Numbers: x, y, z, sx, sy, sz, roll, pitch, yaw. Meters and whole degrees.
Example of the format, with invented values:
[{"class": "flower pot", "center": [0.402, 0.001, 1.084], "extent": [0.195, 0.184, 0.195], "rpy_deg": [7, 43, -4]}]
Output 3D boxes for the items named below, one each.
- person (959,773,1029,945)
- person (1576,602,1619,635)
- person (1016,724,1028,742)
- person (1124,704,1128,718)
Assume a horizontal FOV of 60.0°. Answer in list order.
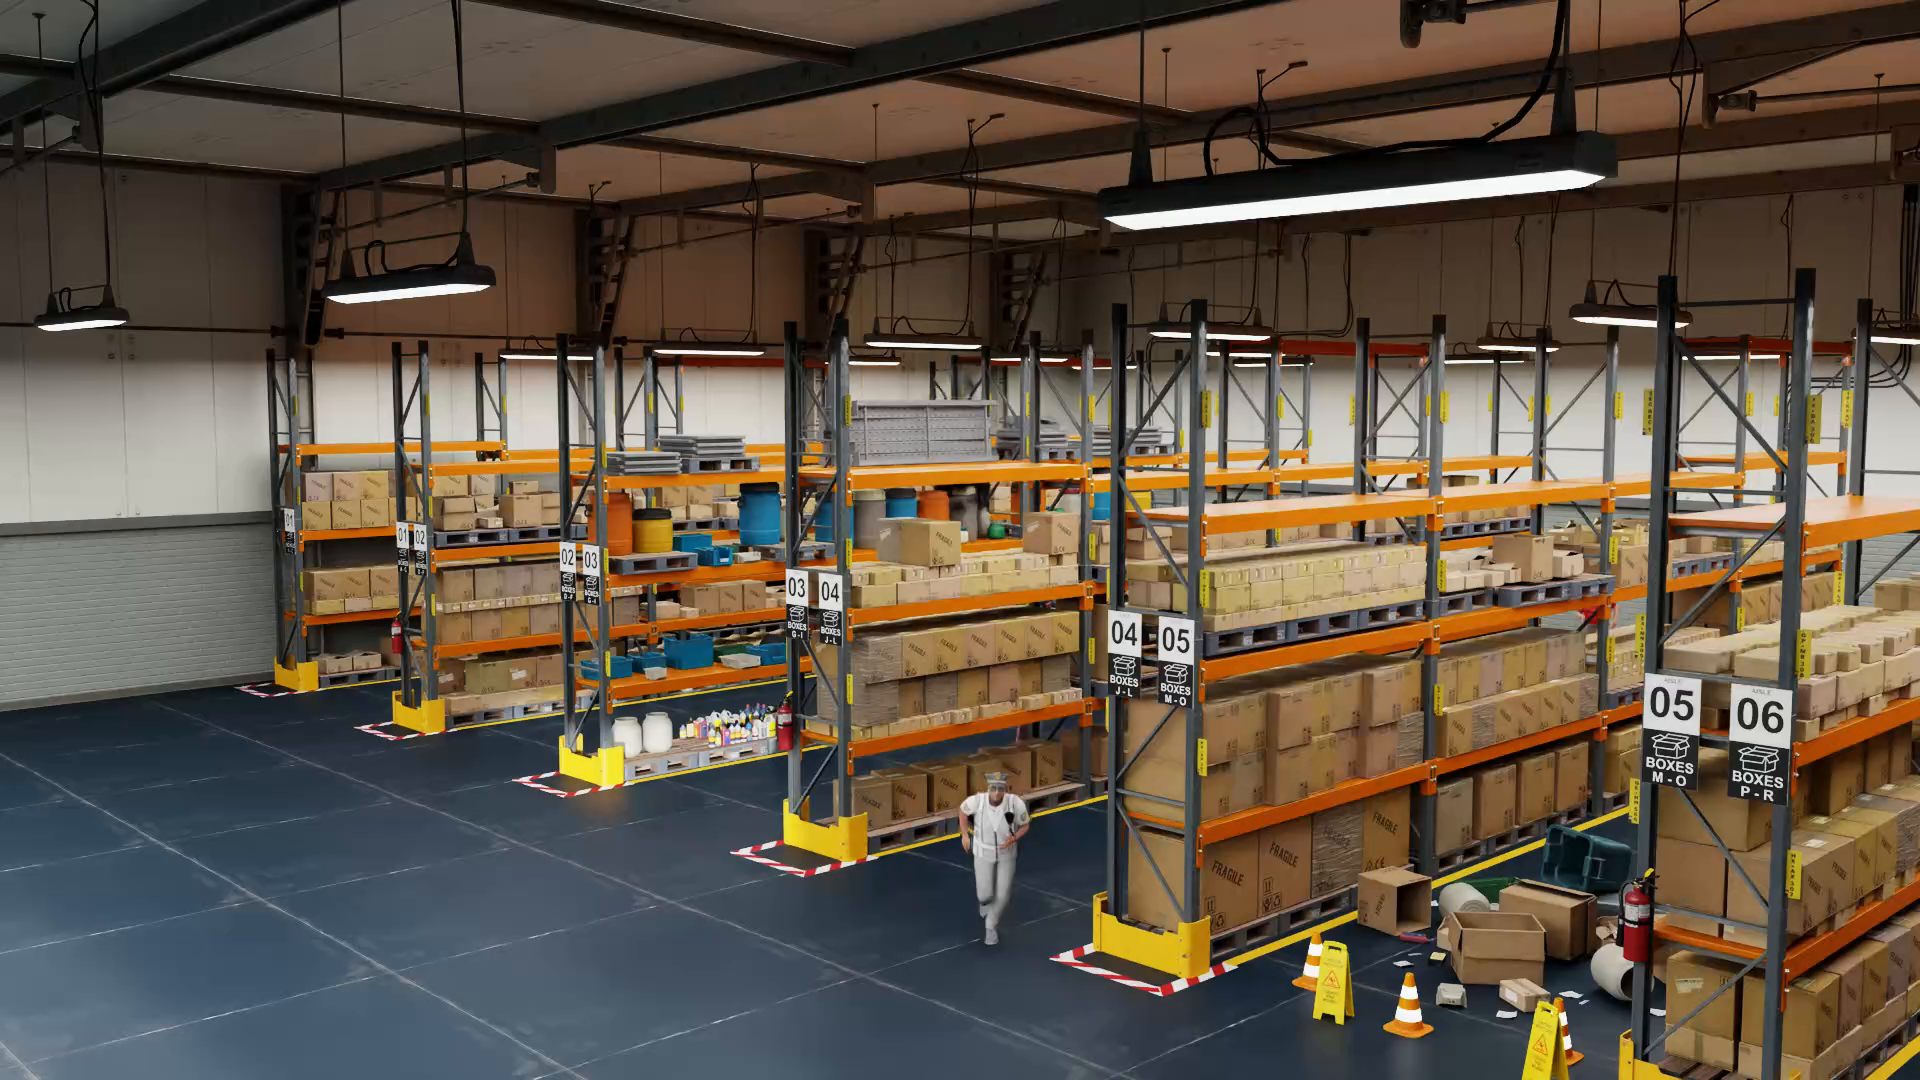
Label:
[{"class": "person", "center": [0.323, 2.978, 15.689], "extent": [0.653, 1.701, 0.750], "rpy_deg": [0, 5, -4]}, {"class": "person", "center": [11.695, 1.660, 30.601], "extent": [0.680, 1.708, 0.864], "rpy_deg": [4, 6, 38]}, {"class": "person", "center": [0.935, 2.270, 24.484], "extent": [0.572, 1.600, 0.693], "rpy_deg": [4, 7, 41]}, {"class": "person", "center": [2.501, 2.127, 25.034], "extent": [0.586, 1.754, 0.876], "rpy_deg": [4, 6, 38]}]
